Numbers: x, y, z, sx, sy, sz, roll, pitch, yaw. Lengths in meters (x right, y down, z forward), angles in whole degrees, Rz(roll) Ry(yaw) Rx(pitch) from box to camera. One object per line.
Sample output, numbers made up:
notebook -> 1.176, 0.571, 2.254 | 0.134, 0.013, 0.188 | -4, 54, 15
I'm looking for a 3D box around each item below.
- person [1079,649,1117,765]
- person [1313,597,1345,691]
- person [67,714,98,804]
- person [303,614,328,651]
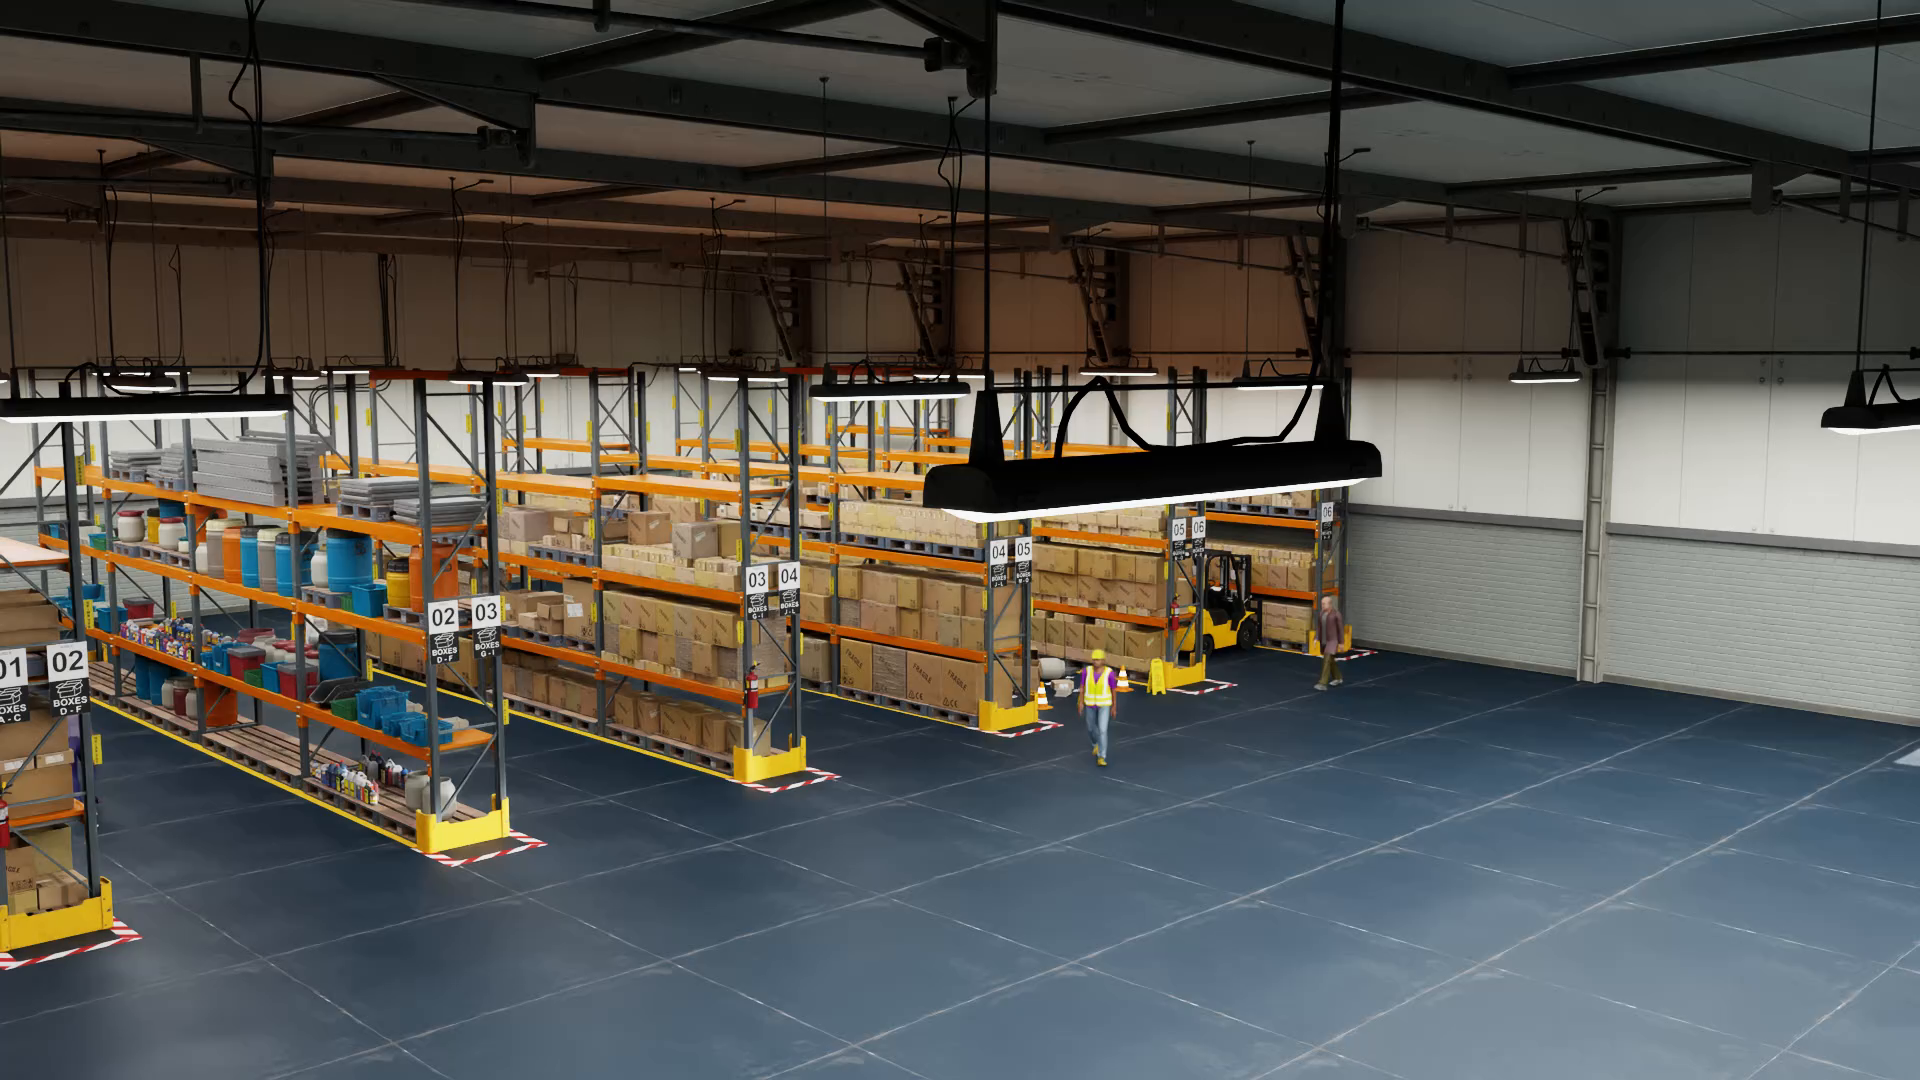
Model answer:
person -> 2.151, 2.554, 25.777 | 0.565, 1.752, 0.814 | 3, 7, 22
person -> 6.925, 1.961, 31.340 | 0.979, 1.680, 0.609 | -4, 7, -30
person -> -12.286, 2.923, 23.068 | 0.510, 1.653, 0.518 | -4, 8, -31
person -> -12.309, 1.905, 31.820 | 0.423, 1.675, 0.521 | 4, 8, 33
